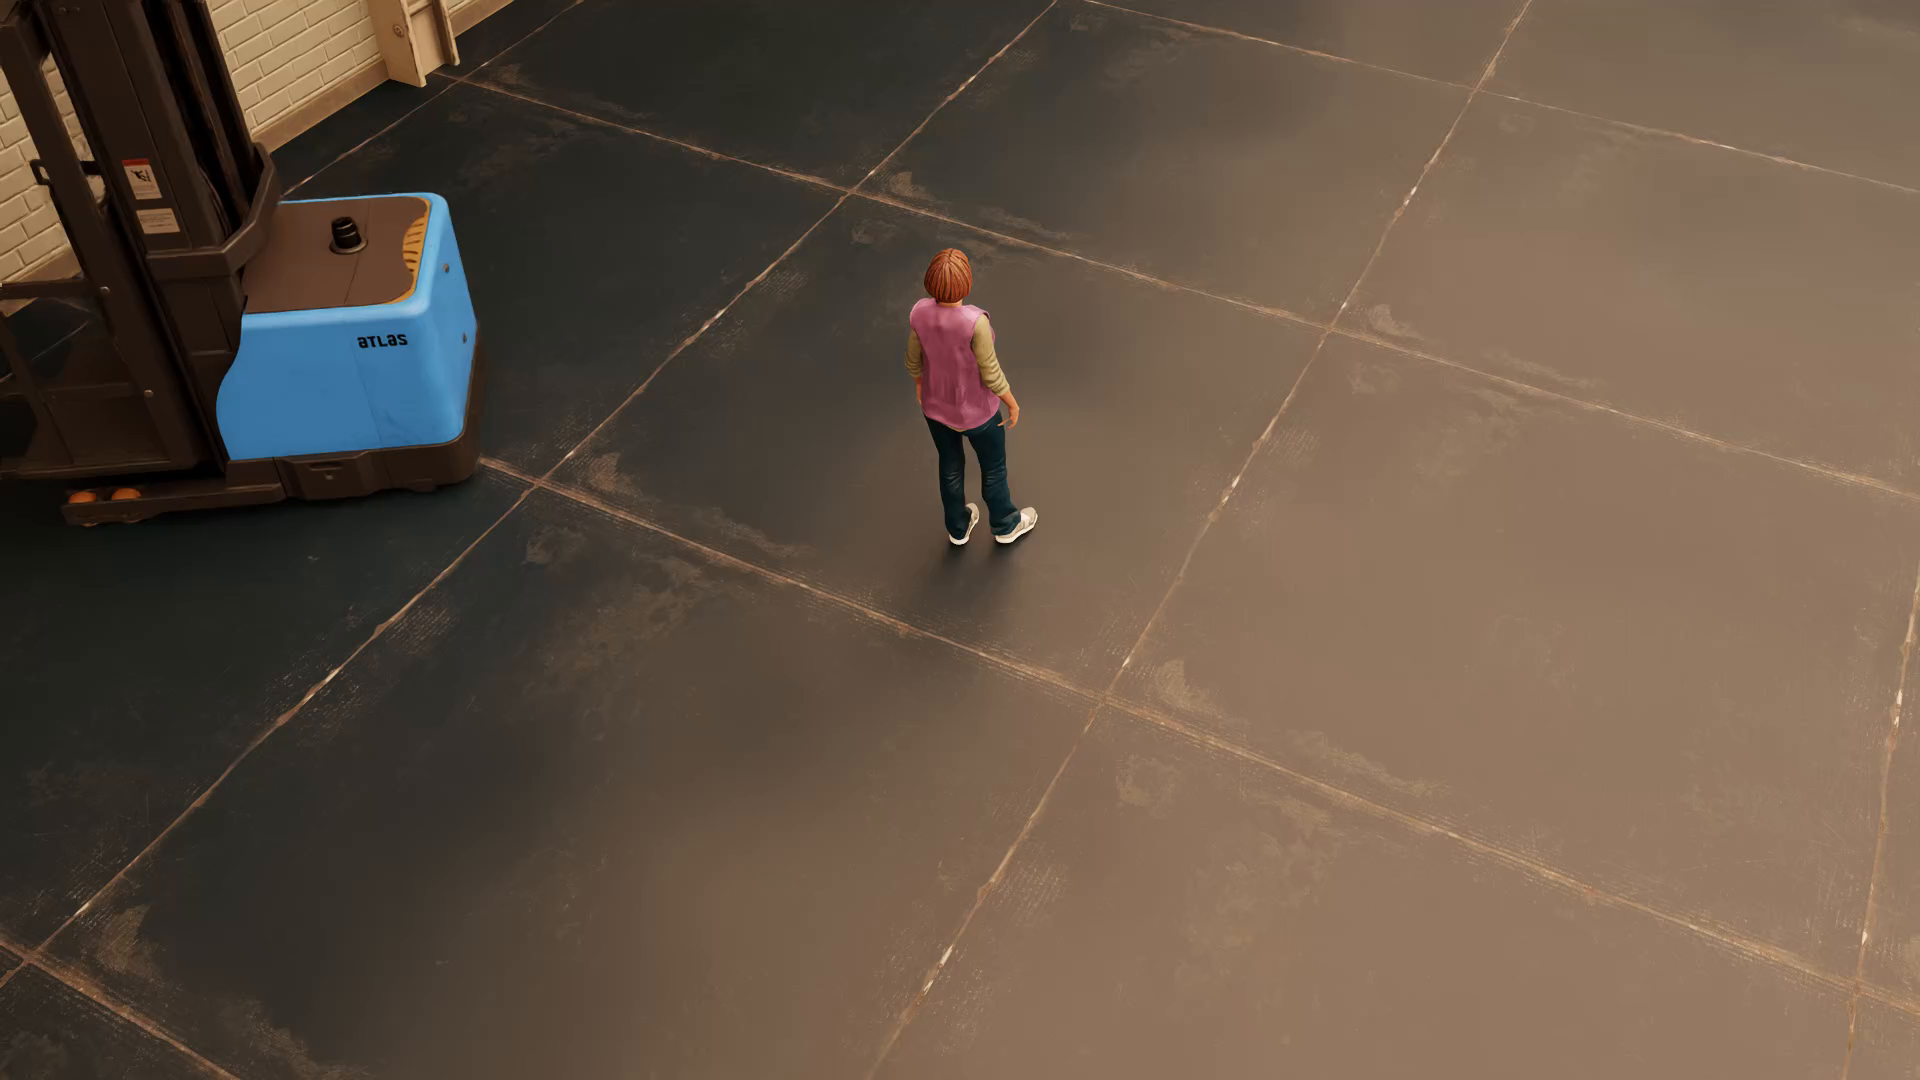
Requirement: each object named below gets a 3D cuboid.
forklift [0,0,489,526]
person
[{"bbox_3d":[-3.904,-1.518,7.265,3.031,2.935,1.130,-5,44,-5],"label":"forklift"},{"bbox_3d":[0.047,-0.627,7.281,0.520,1.597,0.476,20,47,20],"label":"person"}]
